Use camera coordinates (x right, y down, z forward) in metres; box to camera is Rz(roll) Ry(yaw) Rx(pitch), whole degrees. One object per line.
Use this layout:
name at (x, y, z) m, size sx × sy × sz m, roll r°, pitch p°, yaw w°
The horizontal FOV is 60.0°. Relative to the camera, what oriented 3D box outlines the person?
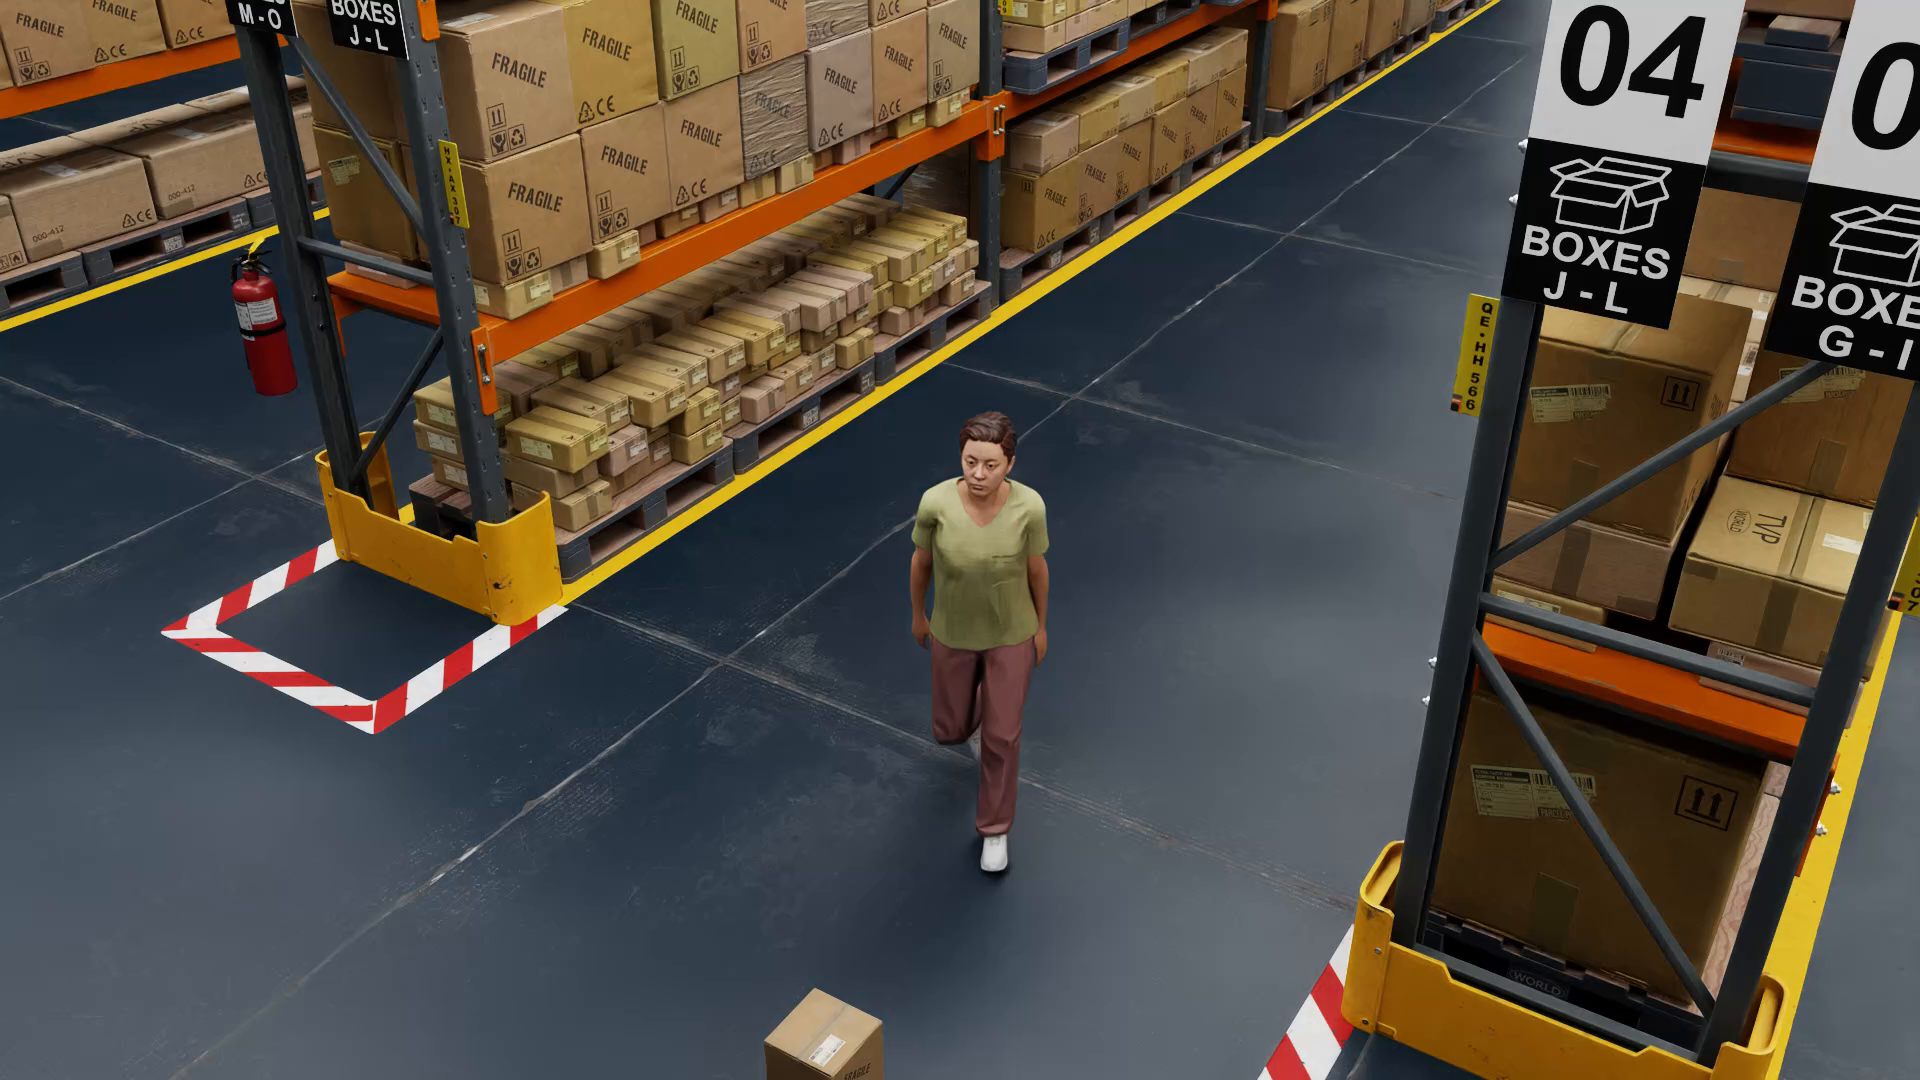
person at (0.067, 0.277, 5.654) m, size 0.467 × 1.654 × 0.732 m, roll 2°, pitch 31°, yaw 3°
